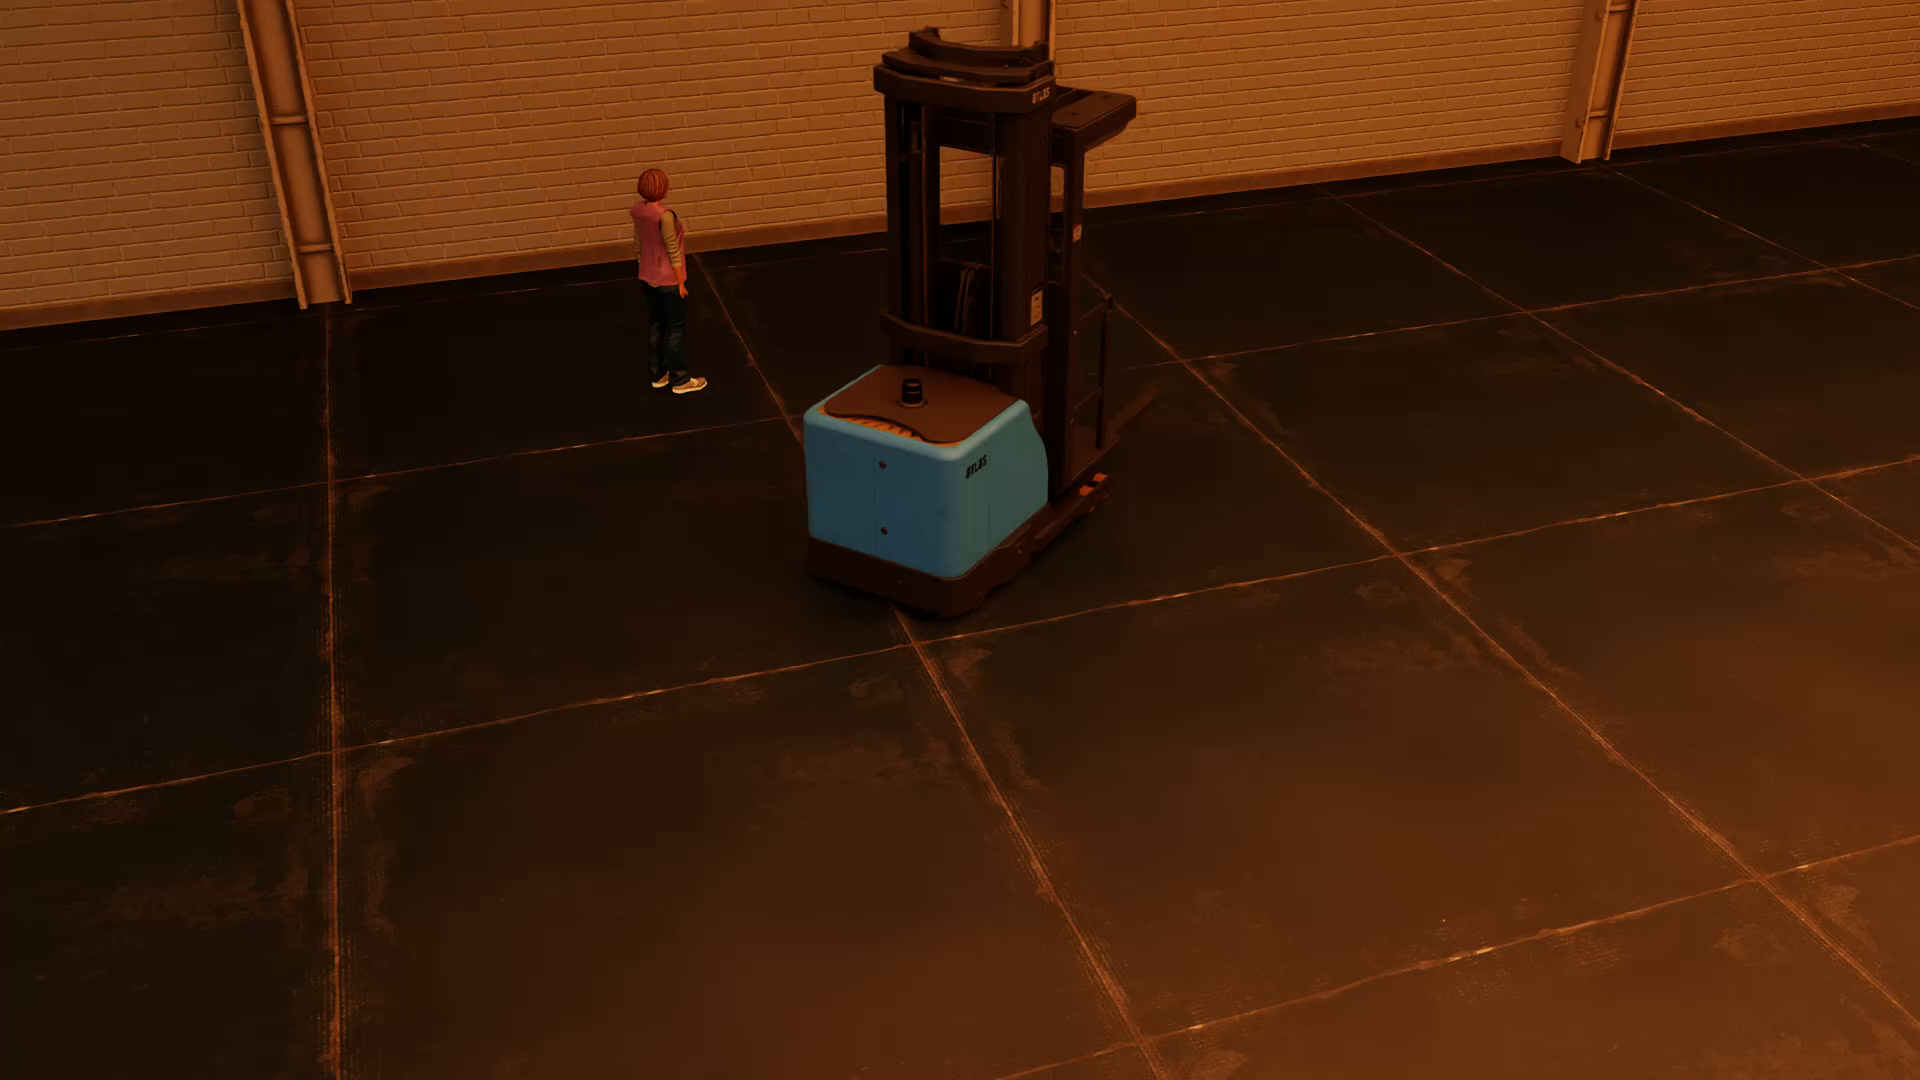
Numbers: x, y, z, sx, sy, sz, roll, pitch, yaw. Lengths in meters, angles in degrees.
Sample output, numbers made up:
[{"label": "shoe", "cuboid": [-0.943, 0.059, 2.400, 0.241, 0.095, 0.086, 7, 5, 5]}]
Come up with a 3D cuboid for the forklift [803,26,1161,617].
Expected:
[{"label": "forklift", "cuboid": [0.310, -1.547, 9.775, 1.130, 2.935, 3.031, 17, 34, 26]}]

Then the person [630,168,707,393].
[{"label": "person", "cuboid": [-2.054, -1.800, 11.550, 0.405, 1.603, 0.317, 21, 36, 32]}]
